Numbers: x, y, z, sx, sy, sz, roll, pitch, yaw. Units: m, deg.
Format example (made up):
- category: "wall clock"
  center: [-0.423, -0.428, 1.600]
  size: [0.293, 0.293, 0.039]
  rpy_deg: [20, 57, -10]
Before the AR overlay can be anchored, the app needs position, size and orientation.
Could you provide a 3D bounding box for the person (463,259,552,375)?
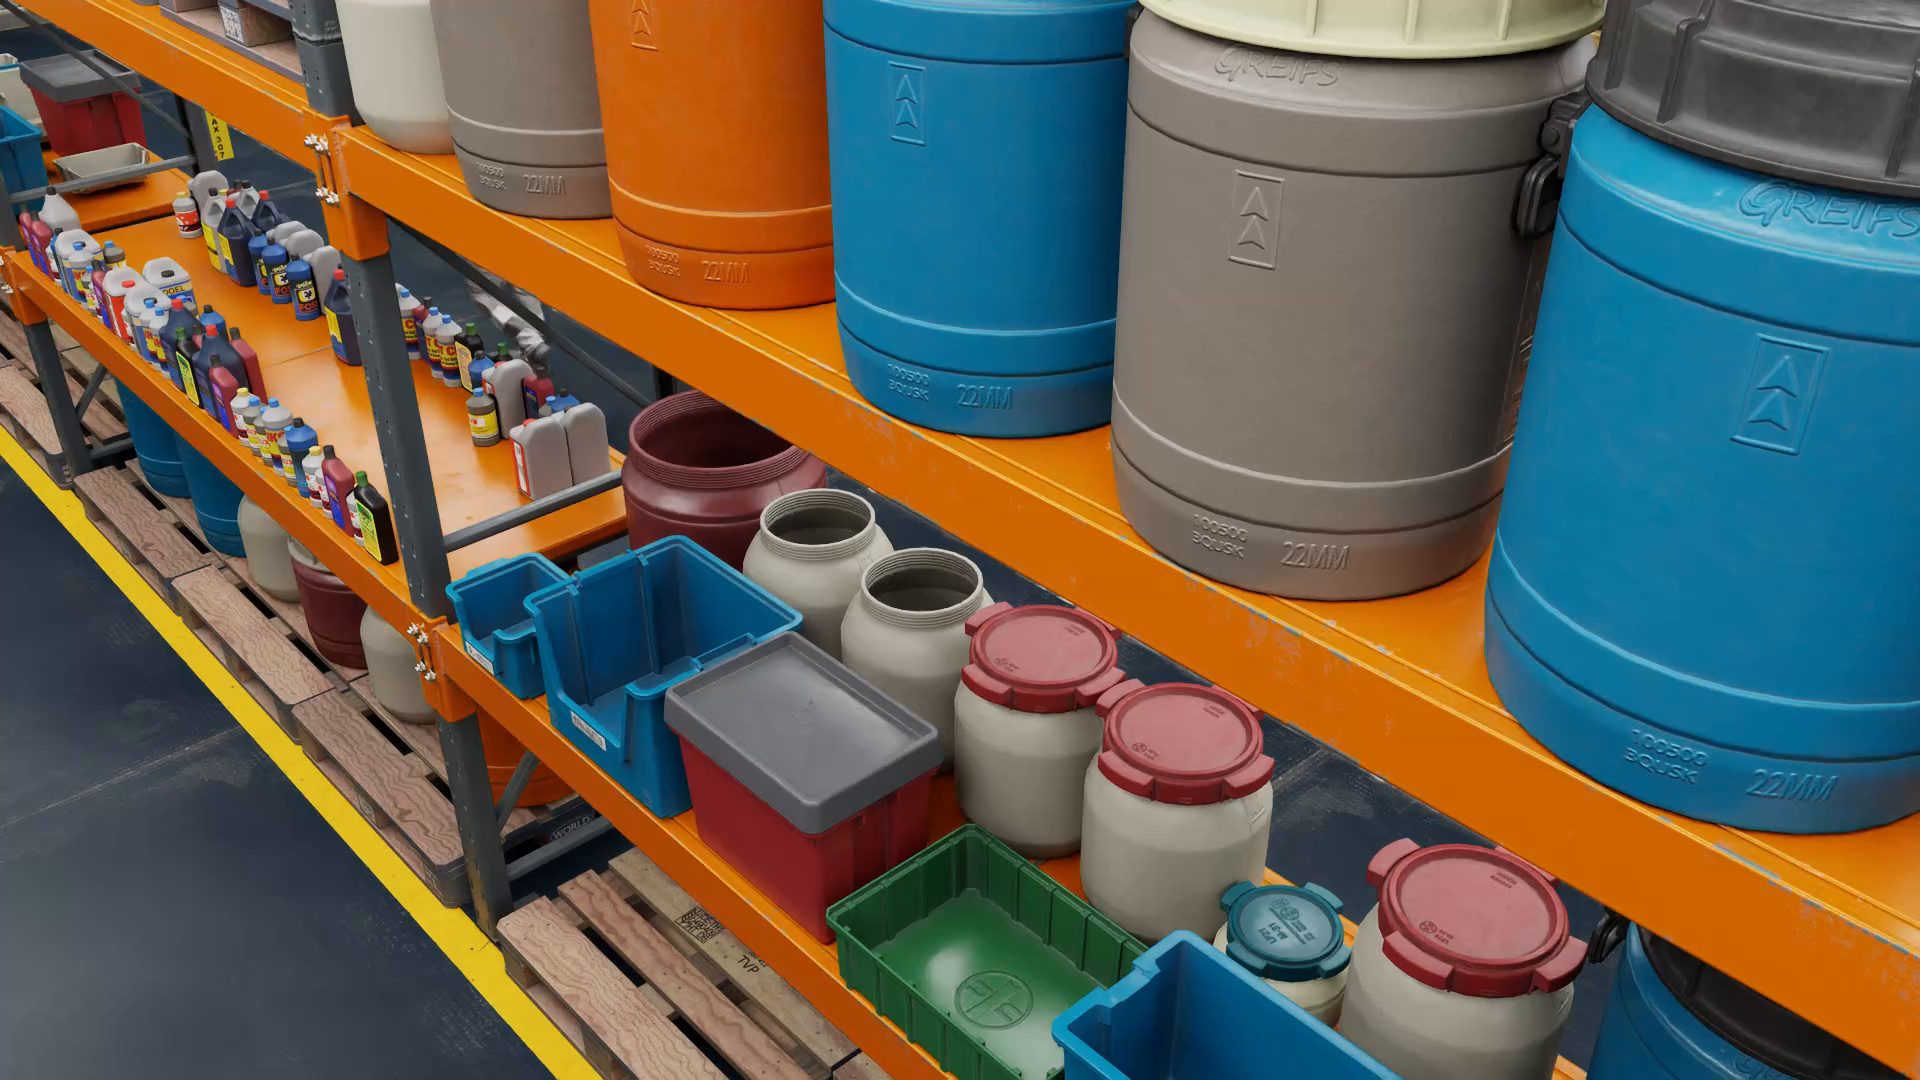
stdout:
- category: "person"
  center: [-2.359, -1.647, 8.767]
  size: [0.634, 1.777, 0.531]
  rpy_deg: [26, 40, 36]
